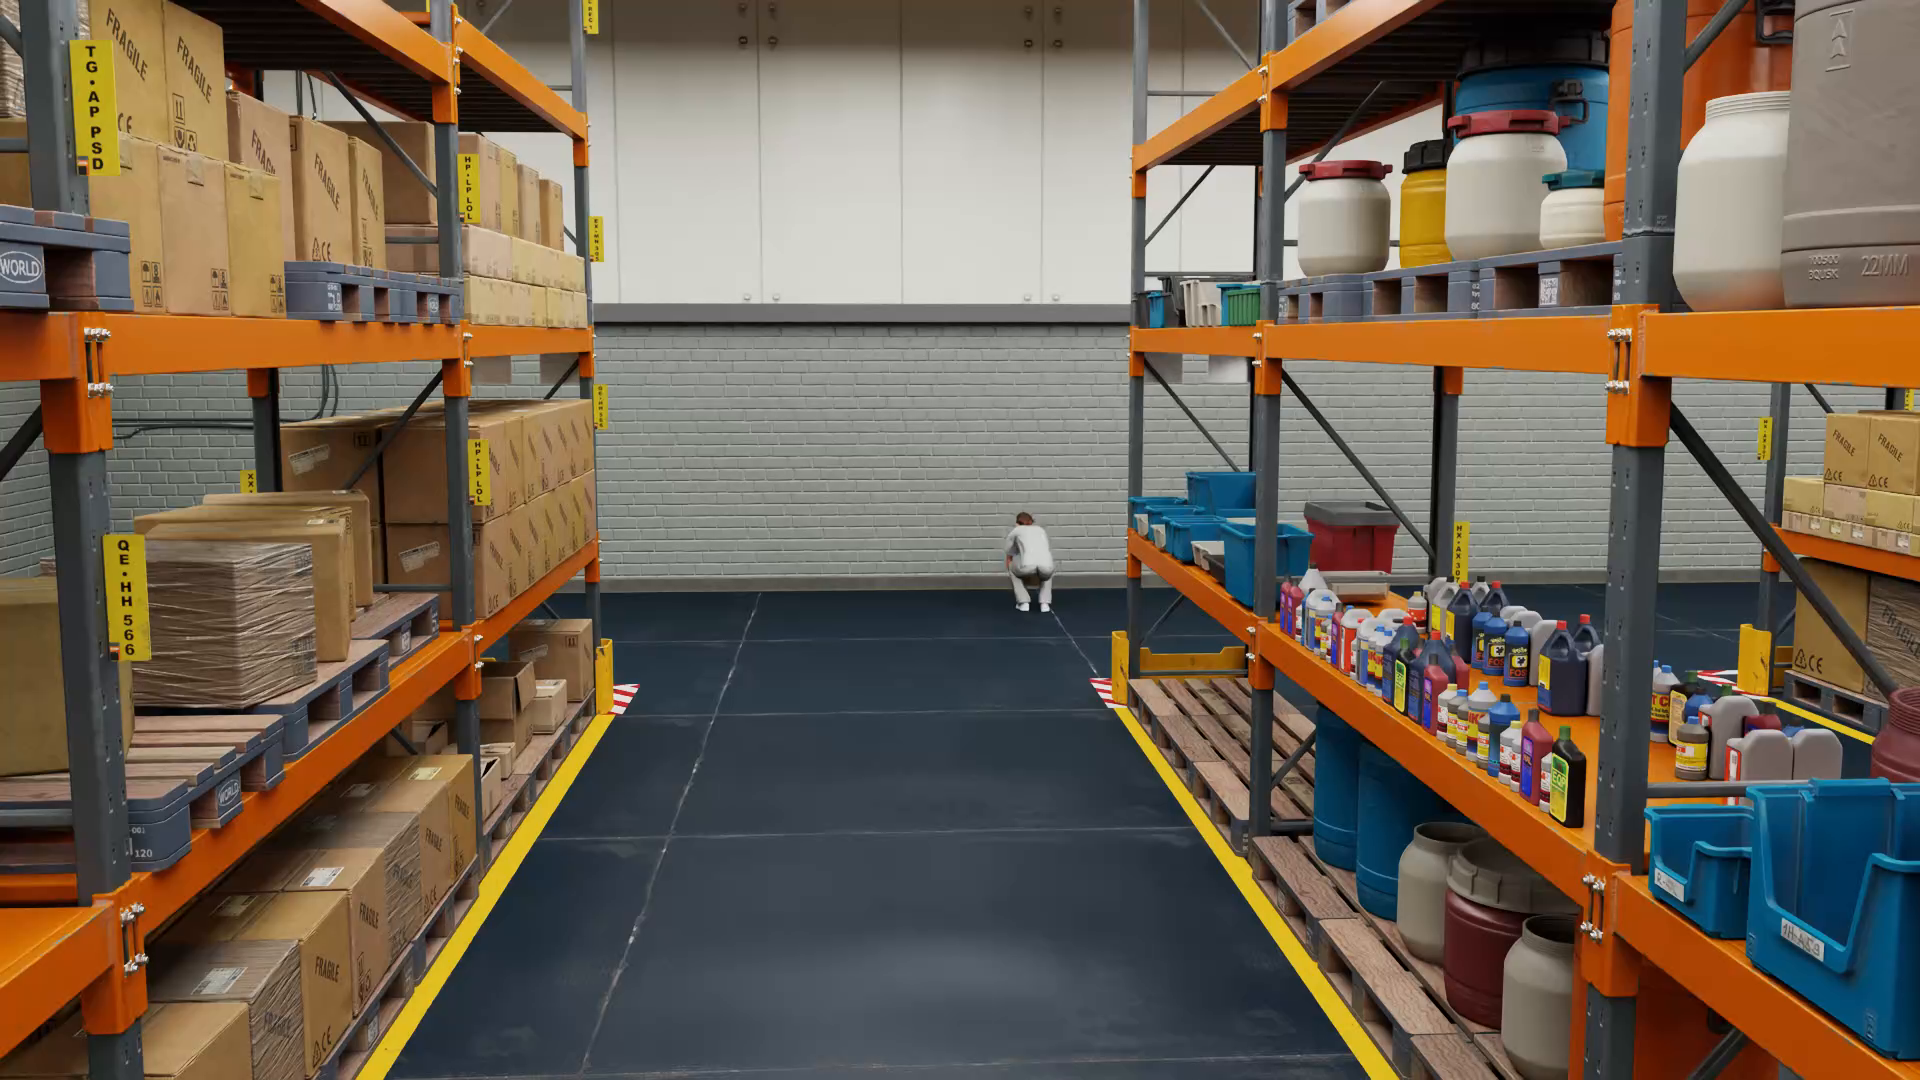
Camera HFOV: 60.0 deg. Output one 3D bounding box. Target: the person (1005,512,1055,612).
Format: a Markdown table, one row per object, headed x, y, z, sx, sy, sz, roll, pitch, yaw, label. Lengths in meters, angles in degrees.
| x | y | z | sx | sy | sz | roll | pitch | yaw | label |
| --- | --- | --- | --- | --- | --- | --- | --- | --- | --- |
| 0.710 | 0.223 | 16.886 | 0.485 | 0.964 | 0.795 | 0 | 7 | -4 | person |
